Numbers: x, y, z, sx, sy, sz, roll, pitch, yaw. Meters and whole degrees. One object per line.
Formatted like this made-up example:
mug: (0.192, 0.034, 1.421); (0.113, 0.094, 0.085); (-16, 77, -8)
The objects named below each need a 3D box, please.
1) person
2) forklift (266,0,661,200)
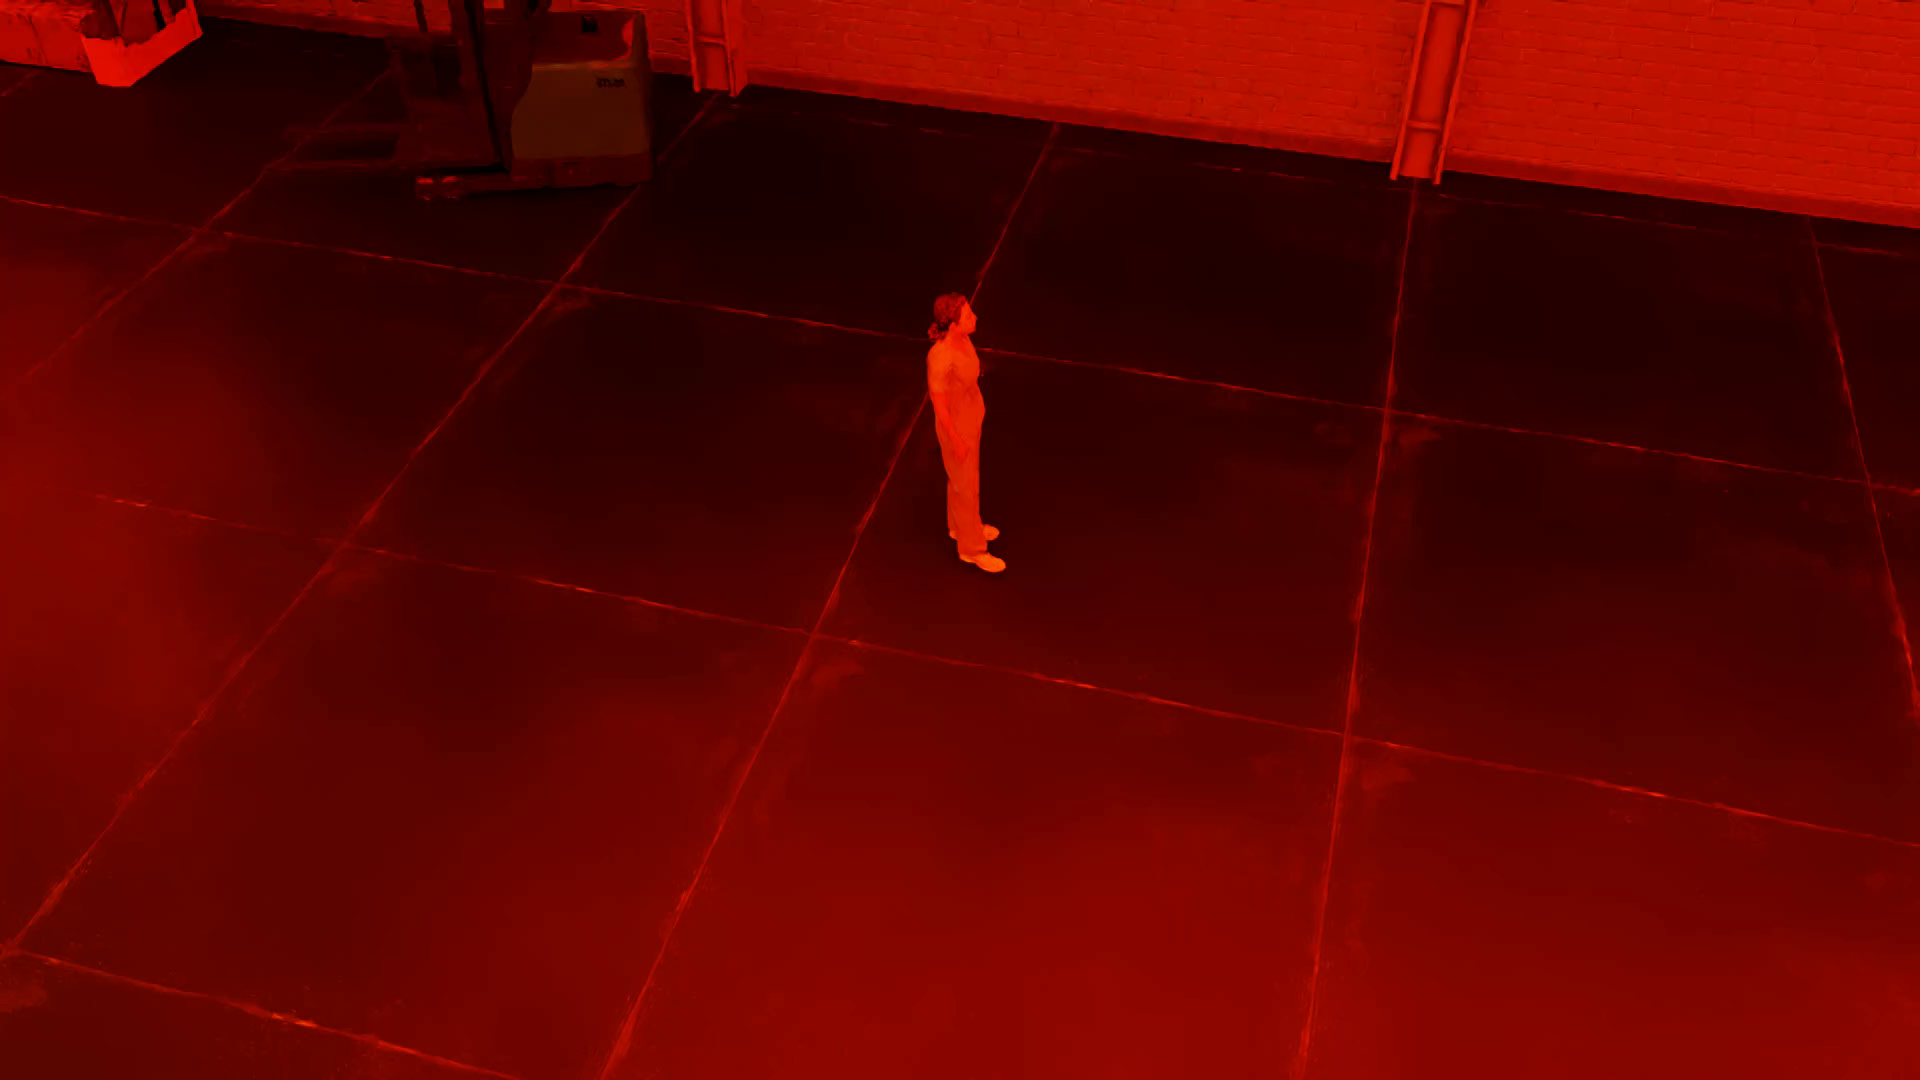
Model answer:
person: (0.067, -0.645, 9.478); (0.549, 1.673, 0.550); (10, 42, 11)
forklift: (-3.982, -4.161, 12.608); (3.031, 2.935, 1.130); (-3, 41, -4)
